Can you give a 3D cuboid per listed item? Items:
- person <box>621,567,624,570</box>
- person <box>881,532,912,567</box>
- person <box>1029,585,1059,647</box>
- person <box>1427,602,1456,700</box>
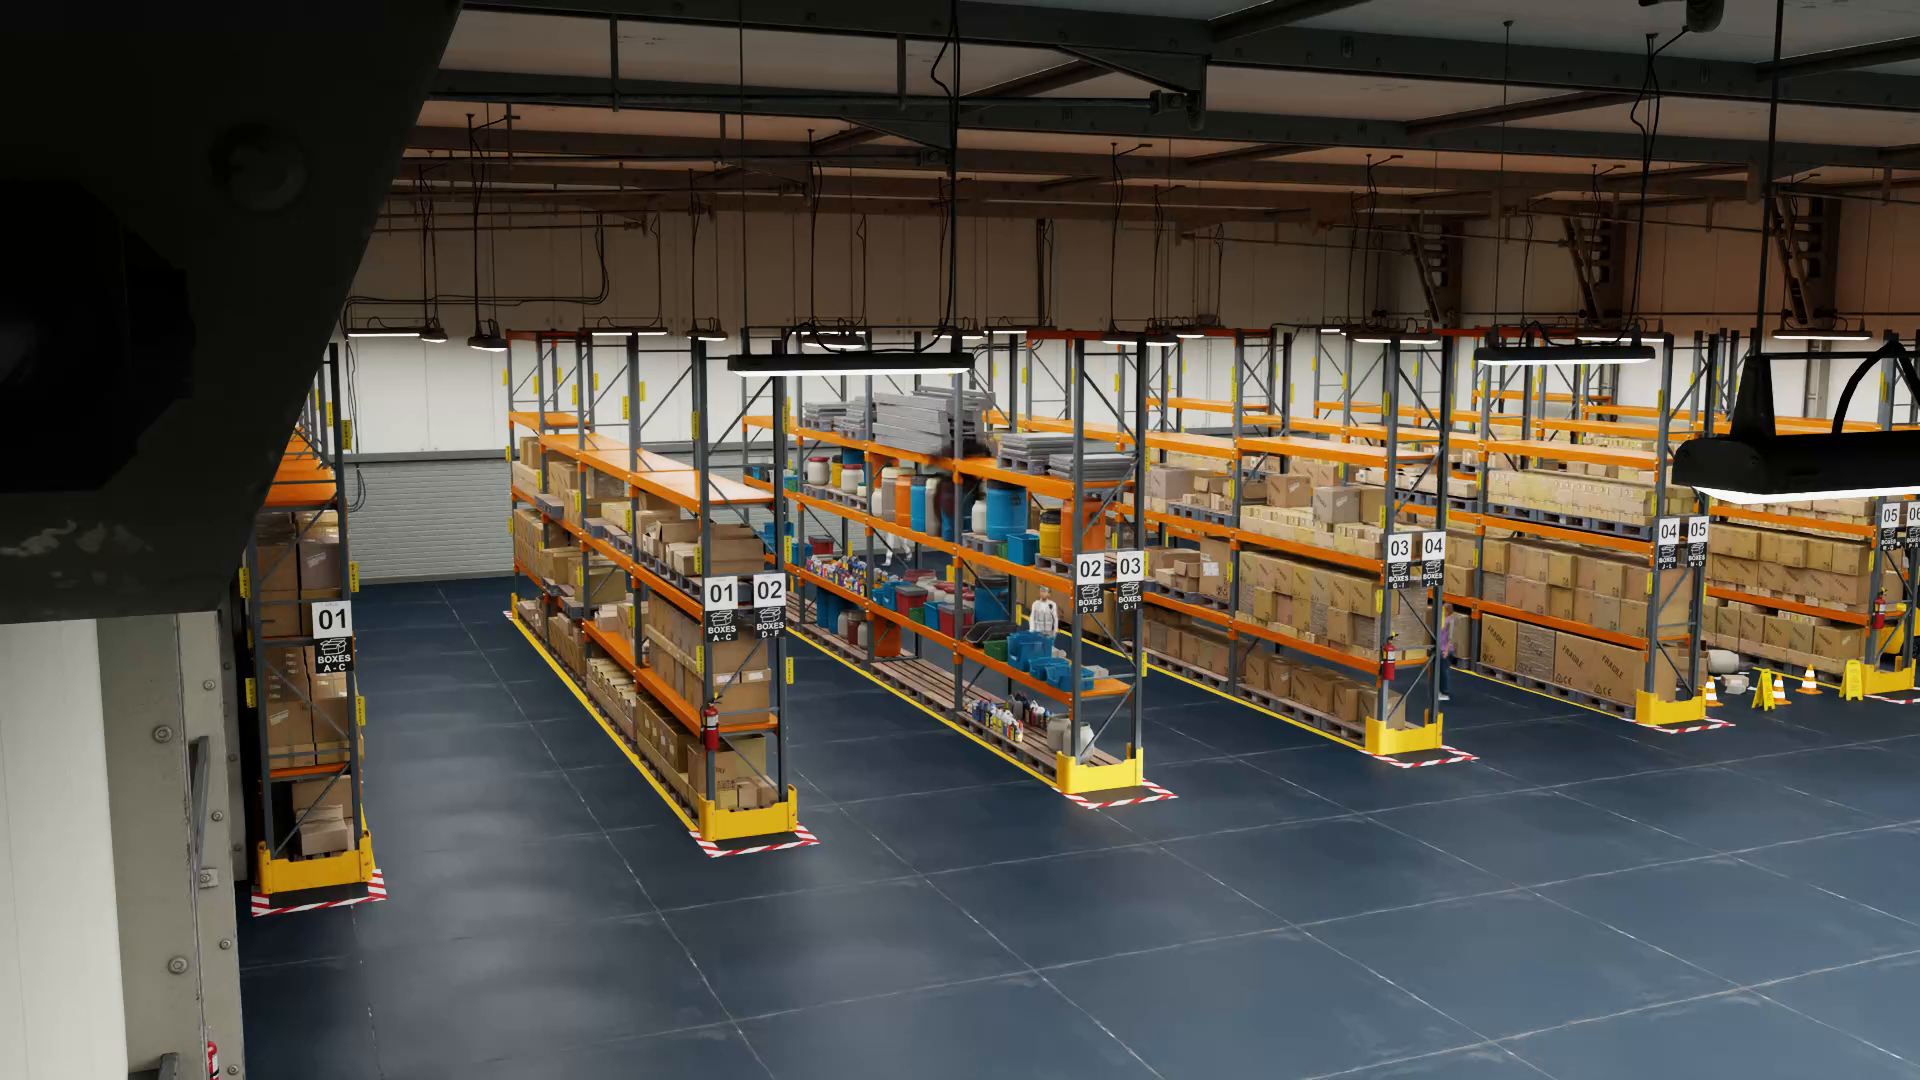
[{"bbox_3d":[-8.024,0.185,39.100,0.482,1.649,0.451,0,8,-2],"label":"person"},{"bbox_3d":[-1.600,-0.228,41.888,0.628,1.753,1.075,4,9,26],"label":"person"},{"bbox_3d":[1.453,1.576,28.816,0.571,1.645,0.958,-3,8,-18],"label":"person"},{"bbox_3d":[7.957,1.825,27.412,0.364,1.603,0.486,0,8,-4],"label":"person"}]
